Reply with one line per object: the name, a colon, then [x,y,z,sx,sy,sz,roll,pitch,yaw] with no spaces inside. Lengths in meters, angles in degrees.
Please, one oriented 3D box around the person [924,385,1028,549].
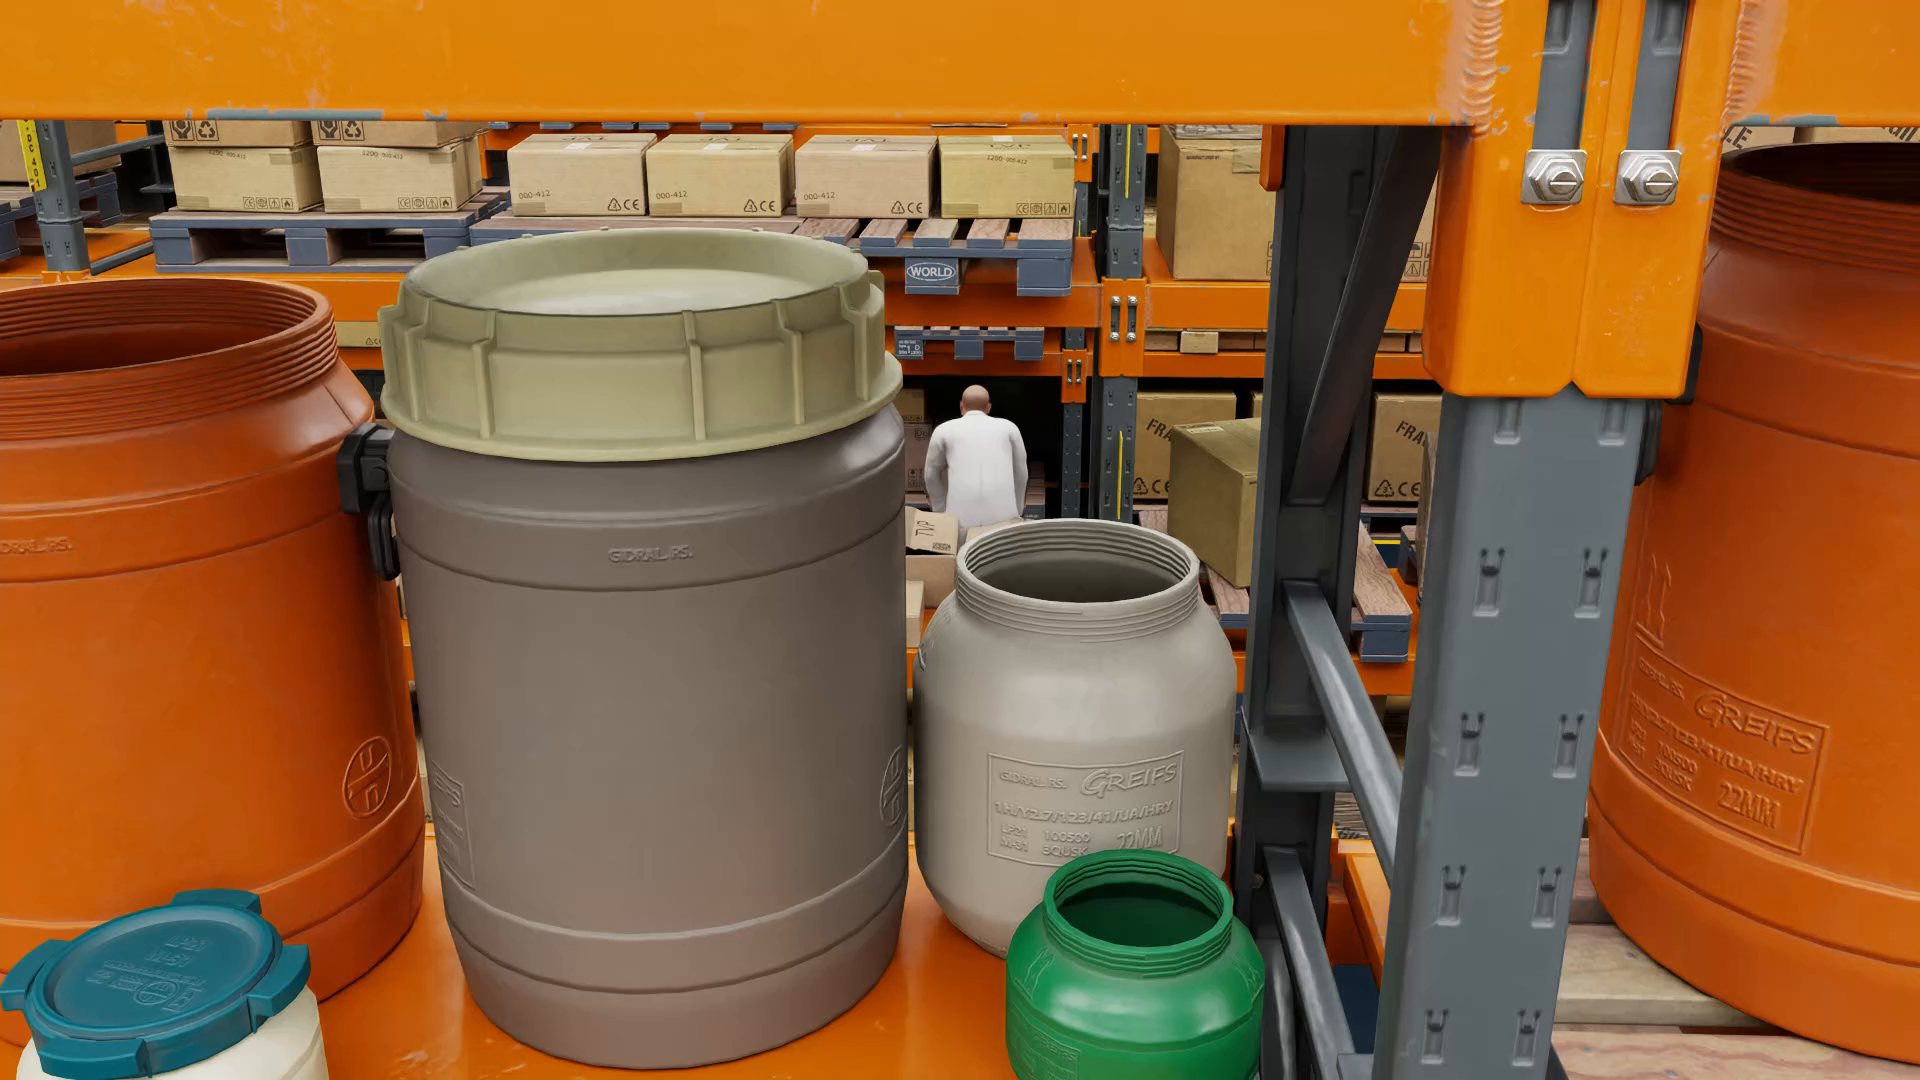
person: [0.094,-0.164,10.010,0.631,1.454,0.700,1,20,2]
